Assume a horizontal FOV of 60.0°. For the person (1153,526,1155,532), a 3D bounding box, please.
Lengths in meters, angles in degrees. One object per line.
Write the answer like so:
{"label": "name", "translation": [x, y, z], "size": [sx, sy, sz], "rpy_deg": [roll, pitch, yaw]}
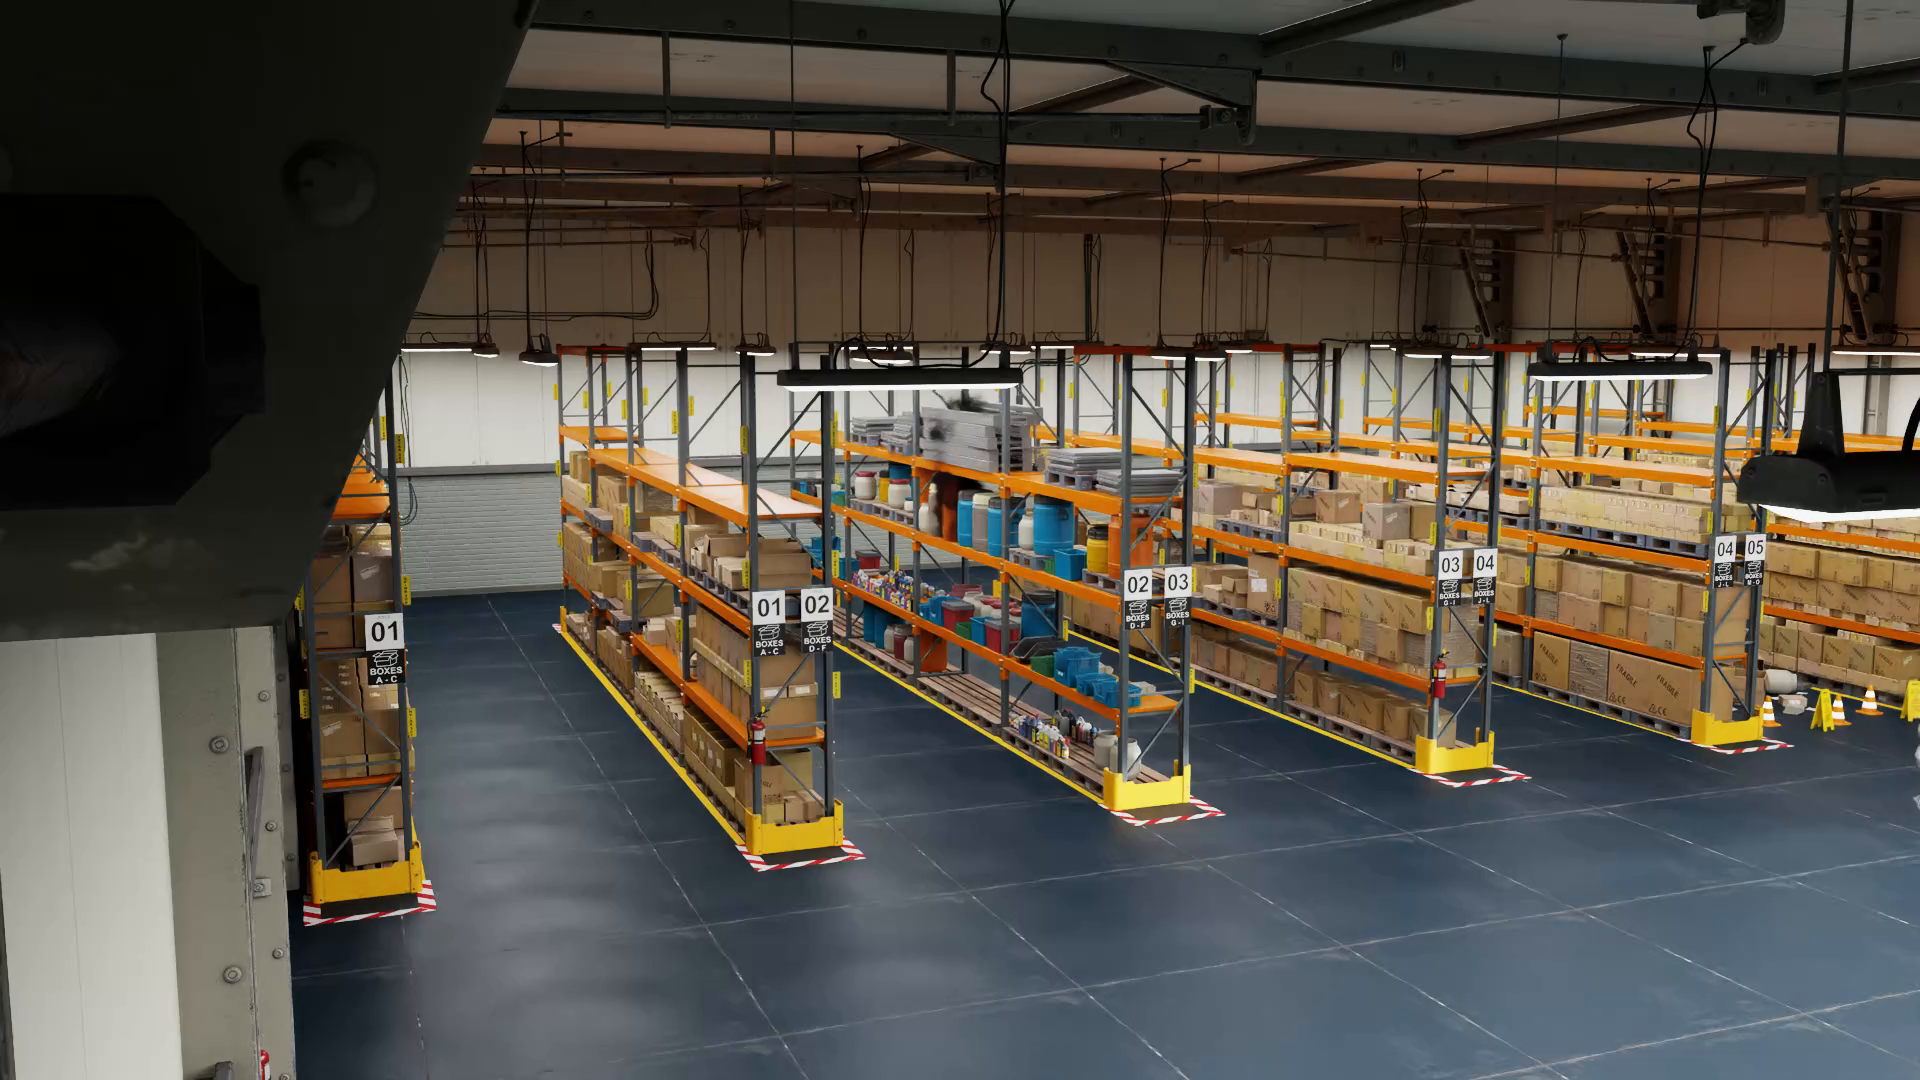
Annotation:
{"label": "person", "translation": [4.468, 0.472, 39.568], "size": [0.740, 1.708, 0.654], "rpy_deg": [2, 7, 14]}
